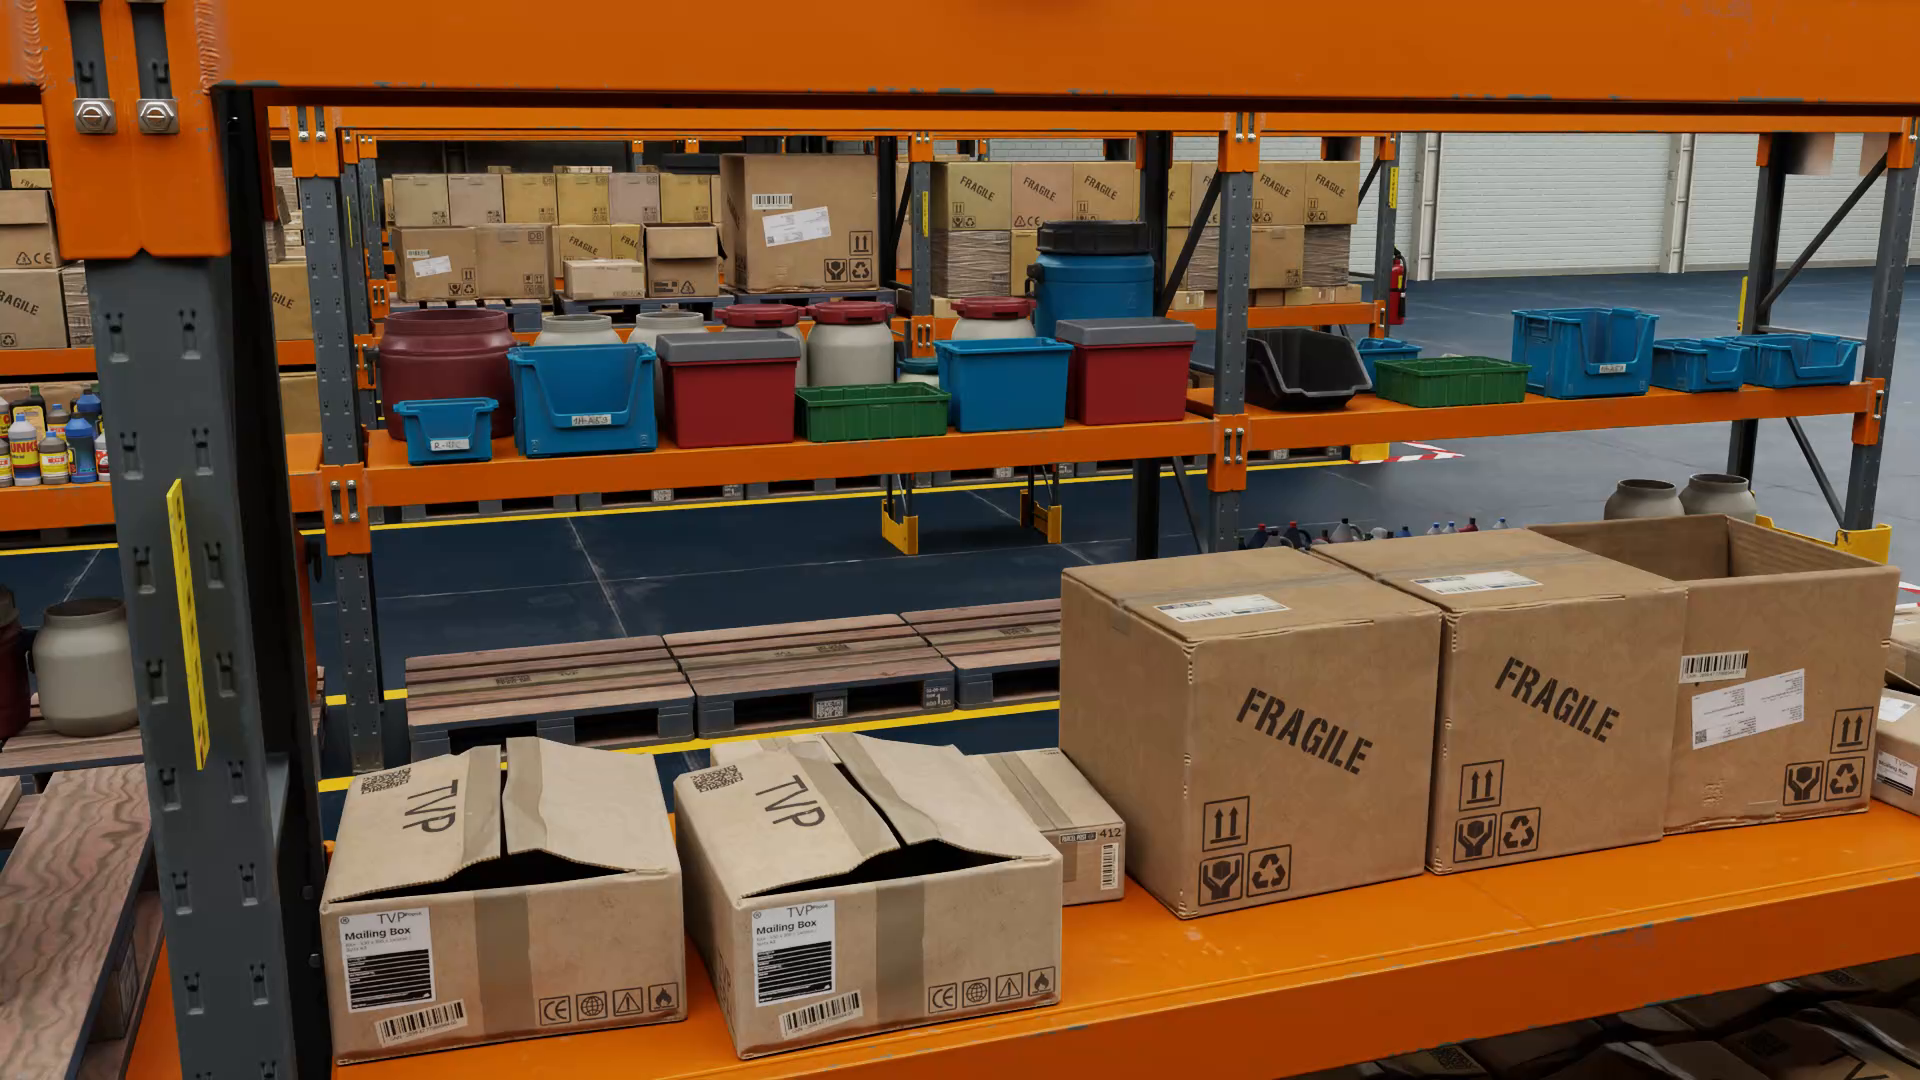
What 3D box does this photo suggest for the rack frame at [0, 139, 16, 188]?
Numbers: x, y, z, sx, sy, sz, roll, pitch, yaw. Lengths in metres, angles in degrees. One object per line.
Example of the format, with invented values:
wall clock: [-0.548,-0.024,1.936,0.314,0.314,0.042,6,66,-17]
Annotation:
rack frame: [-11.179,-3.547,19.574,0.127,3.000,1.000,-4,14,-18]

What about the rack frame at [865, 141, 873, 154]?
rack frame: [-1.393,-5.521,27.873,0.127,3.000,1.000,-4,14,-18]

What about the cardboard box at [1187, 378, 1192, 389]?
cardboard box: [1.602,-1.112,13.828,0.500,0.500,0.500,-3,14,-13]

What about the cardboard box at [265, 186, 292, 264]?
cardboard box: [-4.926,-2.155,11.338,0.637,0.503,0.797,-4,14,-16]

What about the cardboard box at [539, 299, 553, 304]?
cardboard box: [-5.432,-2.919,21.703,0.625,0.372,0.950,-4,14,-16]

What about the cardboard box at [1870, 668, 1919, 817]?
cardboard box: [1.945,0.379,3.357,0.258,0.266,0.396,-5,14,-19]

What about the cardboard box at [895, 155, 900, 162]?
cardboard box: [-1.153,-4.931,22.373,0.500,0.500,0.700,-5,14,-19]

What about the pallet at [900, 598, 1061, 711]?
pallet: [0.411,0.545,8.395,1.213,0.211,1.003,-4,14,-18]

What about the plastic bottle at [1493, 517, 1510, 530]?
plastic bottle: [3.116,0.006,9.583,0.097,0.271,0.097,0,13,0]

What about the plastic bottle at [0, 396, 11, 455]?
plastic bottle: [-4.063,-0.496,7.022,0.097,0.271,0.097,0,13,0]

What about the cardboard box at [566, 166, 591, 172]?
cardboard box: [-4.864,-4.688,21.203,0.250,0.149,0.380,-5,14,-20]

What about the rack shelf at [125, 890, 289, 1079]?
rack shelf: [-2.967,1.001,2.005,4.000,0.370,1.077,-4,14,-18]

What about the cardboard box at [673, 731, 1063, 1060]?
cardboard box: [-0.162,0.524,2.652,0.500,0.311,0.500,-5,14,-19]

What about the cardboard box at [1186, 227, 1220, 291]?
cardboard box: [1.901,-2.328,13.587,0.500,0.500,0.875,-4,14,-18]

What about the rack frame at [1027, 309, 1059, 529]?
rack frame: [0.563,-0.773,11.153,0.032,1.500,0.500,-4,14,-18]

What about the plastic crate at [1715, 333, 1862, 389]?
plastic crate: [4.555,-0.998,9.179,0.616,0.251,0.499,-4,14,-18]

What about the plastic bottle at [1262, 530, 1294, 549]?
plastic bottle: [1.708,0.118,8.940,0.185,0.351,0.144,-4,14,-18]

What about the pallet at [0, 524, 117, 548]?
pallet: [-6.153,-0.182,11.450,1.213,0.211,1.003,-4,14,-18]

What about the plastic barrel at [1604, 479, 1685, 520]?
plastic barrel: [3.860,-0.065,9.402,0.421,0.512,0.421,0,13,0]

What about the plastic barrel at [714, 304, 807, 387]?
plastic barrel: [-0.939,-0.836,7.880,0.433,0.535,0.433,0,13,0]

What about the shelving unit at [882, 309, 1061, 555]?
shelving unit: [0.072,-0.735,10.993,1.083,1.500,0.587,-4,14,-18]

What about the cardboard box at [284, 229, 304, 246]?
cardboard box: [-6.289,-2.835,15.571,0.250,0.149,0.380,-4,14,-16]

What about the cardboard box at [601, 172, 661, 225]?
cardboard box: [-3.357,-3.481,16.919,0.500,0.500,0.700,-4,14,-18]

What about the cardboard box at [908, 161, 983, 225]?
cardboard box: [-0.098,-2.738,13.150,0.500,0.500,0.500,-4,14,-18]

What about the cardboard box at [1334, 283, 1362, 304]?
cardboard box: [3.150,-2.071,13.910,0.250,0.149,0.380,-4,14,-18]

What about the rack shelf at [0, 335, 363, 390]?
rack shelf: [-6.123,-1.171,11.140,4.000,0.370,1.077,-4,14,-18]

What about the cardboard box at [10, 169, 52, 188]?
cardboard box: [-10.671,-4.052,19.318,0.500,0.500,0.500,-4,14,-17]

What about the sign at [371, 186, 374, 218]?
sign: [-5.532,-3.171,15.660,0.005,0.325,0.100,-4,14,-18]

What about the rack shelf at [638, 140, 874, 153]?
rack shelf: [-3.288,-6.483,26.989,4.000,0.370,1.077,-4,14,-18]

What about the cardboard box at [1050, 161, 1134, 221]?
cardboard box: [1.019,-2.696,12.973,0.500,0.500,0.500,-4,14,-18]

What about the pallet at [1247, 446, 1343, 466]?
pallet: [2.501,-0.845,14.239,1.213,0.211,1.003,-4,14,-18]

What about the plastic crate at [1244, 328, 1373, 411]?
plastic crate: [1.680,-0.859,8.404,0.504,0.338,0.767,-4,14,-18]

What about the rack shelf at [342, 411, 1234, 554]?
rack shelf: [-0.752,-0.380,7.815,4.000,0.370,1.077,-4,14,-18]

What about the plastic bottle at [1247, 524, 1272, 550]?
plastic bottle: [1.662,0.086,9.073,0.185,0.351,0.144,-5,14,-20]

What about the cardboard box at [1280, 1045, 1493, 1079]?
cardboard box: [0.792,1.159,3.611,0.500,0.311,0.500,-4,14,-17]

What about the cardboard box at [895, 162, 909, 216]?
cardboard box: [-0.522,-3.753,17.783,0.550,0.550,0.875,-4,14,-18]

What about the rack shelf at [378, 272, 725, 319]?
rack shelf: [-3.818,-2.562,16.986,4.000,0.370,1.077,-4,14,-18]

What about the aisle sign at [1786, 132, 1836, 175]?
aisle sign: [4.909,-2.507,9.585,0.004,0.787,0.394,-4,14,-18]

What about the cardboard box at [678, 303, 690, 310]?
cardboard box: [-2.482,-2.104,17.460,0.750,0.750,1.050,-5,14,-18]

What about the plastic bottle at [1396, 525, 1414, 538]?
plastic bottle: [2.505,0.053,9.382,0.097,0.271,0.097,0,13,0]

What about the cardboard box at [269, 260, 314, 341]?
cardboard box: [-4.616,-1.627,11.284,0.500,0.500,0.500,-4,14,-16]

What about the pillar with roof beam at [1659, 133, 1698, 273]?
pillar with roof beam: [16.093,-8.970,29.409,0.400,9.000,9.100,-4,14,-18]

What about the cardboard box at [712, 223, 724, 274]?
cardboard box: [-2.332,-3.011,17.103,0.500,0.500,0.500,-5,14,-18]

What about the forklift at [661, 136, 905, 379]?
forklift: [-2.028,-2.500,15.319,3.031,2.935,1.130,7,15,26]

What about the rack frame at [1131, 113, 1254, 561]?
rack frame: [1.143,-0.878,8.352,0.127,3.000,1.000,-4,14,-18]

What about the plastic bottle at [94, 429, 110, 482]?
plastic bottle: [-3.321,-0.334,6.494,0.097,0.201,0.097,0,13,0]

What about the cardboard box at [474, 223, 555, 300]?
cardboard box: [-3.231,-2.034,12.087,0.500,0.500,0.700,-2,14,-10]

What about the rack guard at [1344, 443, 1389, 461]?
rack guard: [3.283,-1.038,14.426,0.348,0.500,1.175,-4,14,-18]

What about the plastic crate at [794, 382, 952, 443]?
plastic crate: [-0.417,-0.584,7.576,0.662,0.188,0.450,-4,14,-18]

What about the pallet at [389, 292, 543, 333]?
pallet: [-3.586,-1.652,12.019,1.003,0.211,1.213,-4,14,-18]

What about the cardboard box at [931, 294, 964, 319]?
cardboard box: [-0.137,-1.792,12.737,0.250,0.149,0.380,-4,14,-18]

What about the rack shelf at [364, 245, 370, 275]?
rack shelf: [-9.284,-3.345,20.278,4.000,0.370,1.077,-4,14,-18]

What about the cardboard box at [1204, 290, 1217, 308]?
cardboard box: [1.971,-1.975,13.507,0.250,0.149,0.380,-4,14,-18]
